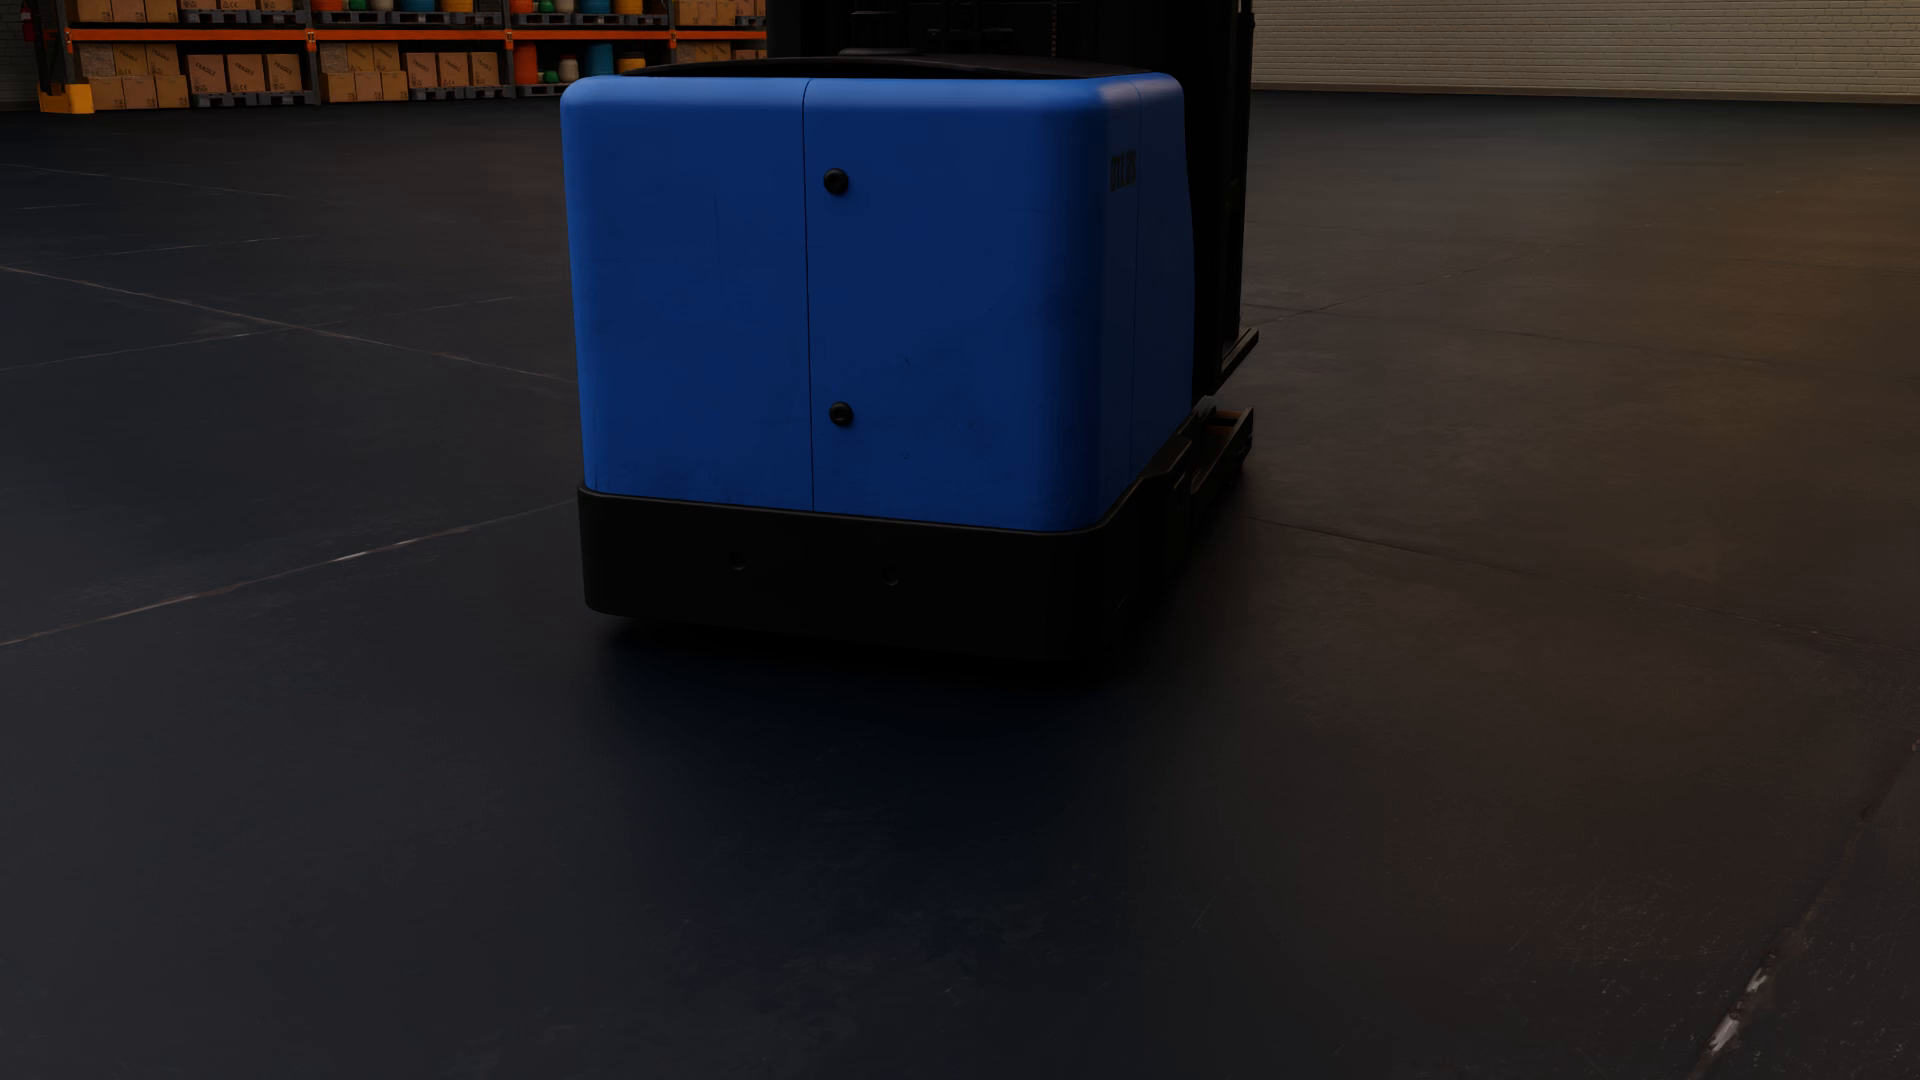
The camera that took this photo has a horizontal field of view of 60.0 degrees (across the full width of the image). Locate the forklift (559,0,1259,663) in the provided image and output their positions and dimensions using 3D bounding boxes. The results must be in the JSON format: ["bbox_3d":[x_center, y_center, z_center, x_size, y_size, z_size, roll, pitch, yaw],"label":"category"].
[{"bbox_3d":[0.182,-1.571,4.072,1.130,2.935,3.031,5,18,17],"label":"forklift"}]
